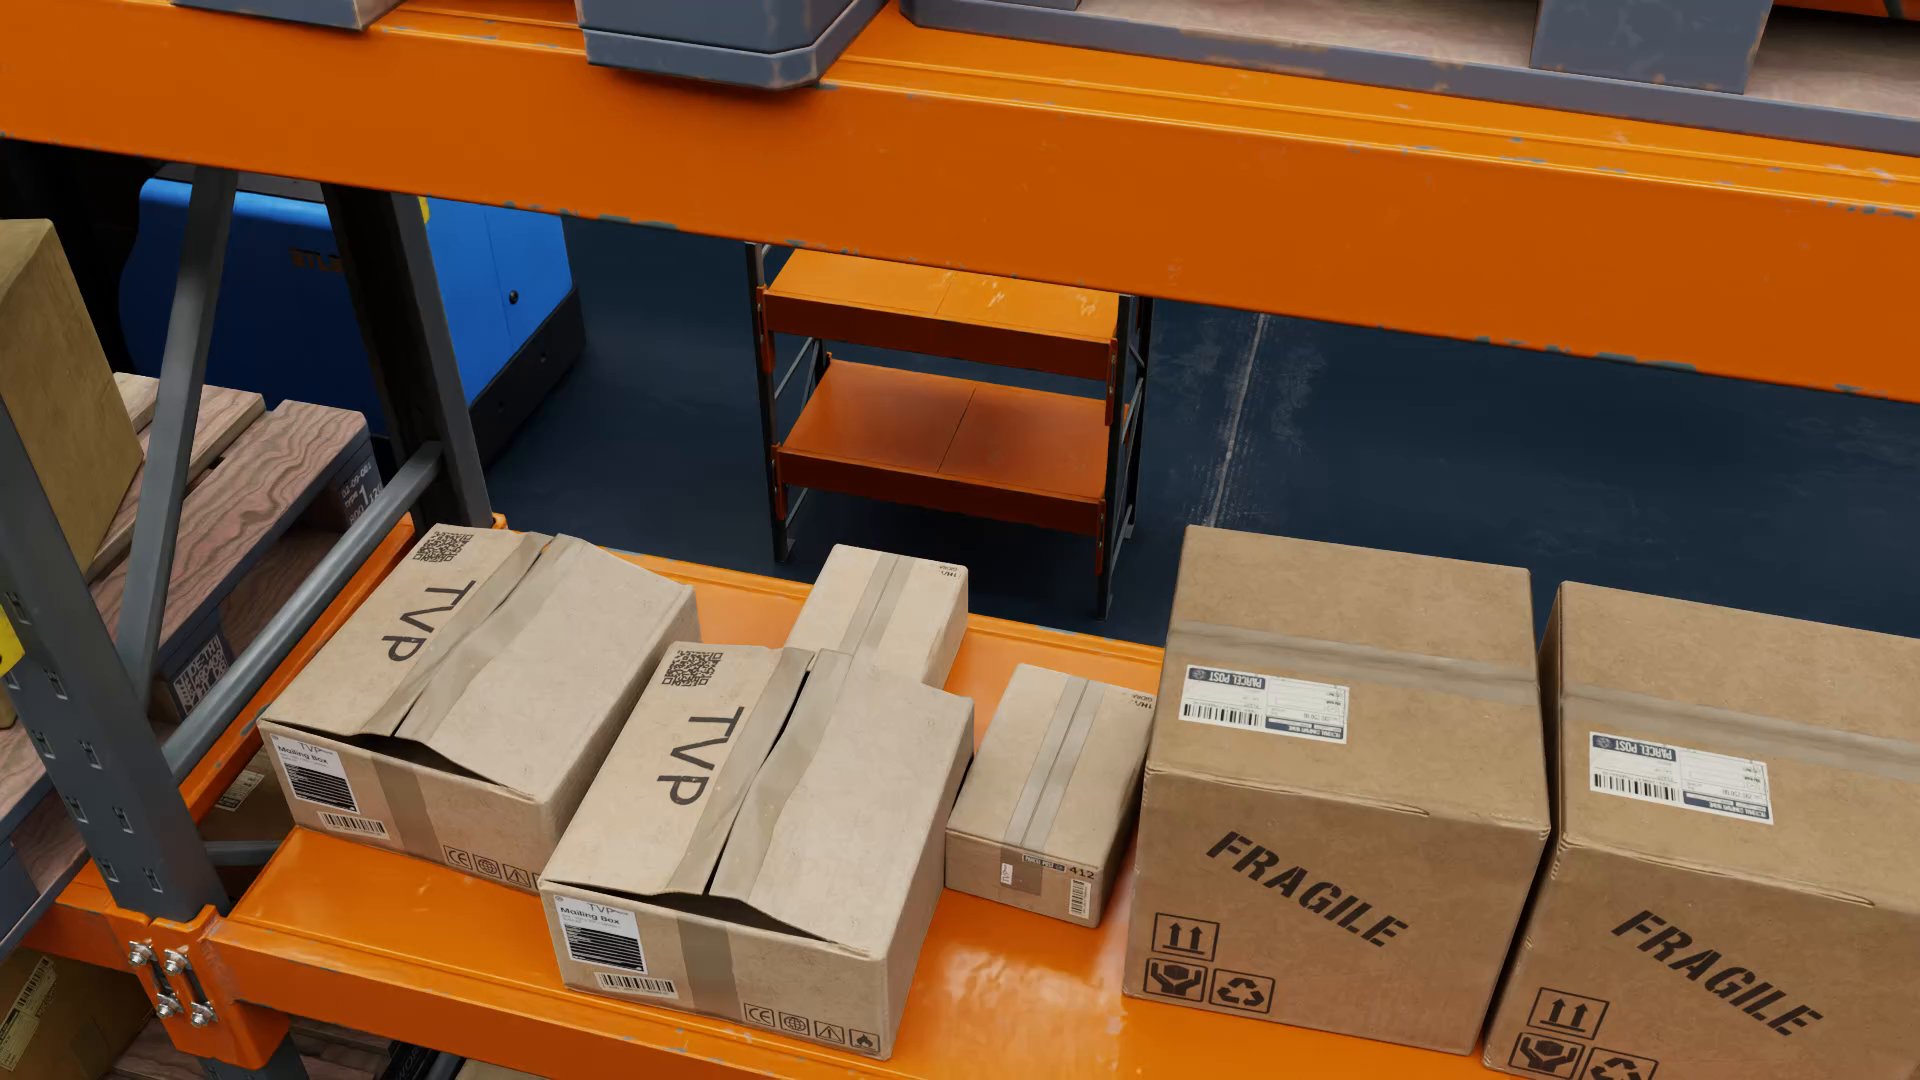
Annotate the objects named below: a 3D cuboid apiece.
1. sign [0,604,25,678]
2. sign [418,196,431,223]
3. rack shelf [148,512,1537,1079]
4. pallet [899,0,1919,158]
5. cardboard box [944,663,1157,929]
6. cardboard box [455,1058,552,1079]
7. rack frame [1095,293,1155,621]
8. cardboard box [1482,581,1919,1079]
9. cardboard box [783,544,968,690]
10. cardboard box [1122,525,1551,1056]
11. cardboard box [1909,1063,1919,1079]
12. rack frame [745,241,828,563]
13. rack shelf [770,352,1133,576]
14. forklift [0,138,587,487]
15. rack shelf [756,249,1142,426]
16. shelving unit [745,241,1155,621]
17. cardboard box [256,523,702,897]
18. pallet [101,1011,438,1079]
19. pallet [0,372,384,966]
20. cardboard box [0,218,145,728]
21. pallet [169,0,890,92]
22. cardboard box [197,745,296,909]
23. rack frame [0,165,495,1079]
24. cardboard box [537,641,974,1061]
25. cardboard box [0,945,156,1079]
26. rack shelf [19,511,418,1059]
[{"bbox_3d":[-1.225,0.049,2.021,0.005,0.325,0.100,10,41,11],"label":"sign"},{"bbox_3d":[-0.954,-0.666,2.810,0.005,0.325,0.100,10,41,11],"label":"sign"},{"bbox_3d":[0.838,0.731,2.607,4.000,0.370,1.077,10,41,11],"label":"rack shelf"},{"bbox_3d":[0.666,-0.712,1.580,1.213,0.211,1.003,12,41,13],"label":"pallet"},{"bbox_3d":[0.152,0.396,2.641,0.250,0.149,0.380,13,42,15],"label":"cardboard box"},{"bbox_3d":[-0.664,1.070,3.019,0.500,0.311,0.500,11,41,13],"label":"cardboard box"},{"bbox_3d":[0.485,-0.347,4.789,0.032,1.125,0.500,10,41,11],"label":"rack frame"},{"bbox_3d":[1.039,0.441,2.315,0.500,0.500,0.500,10,41,11],"label":"cardboard box"},{"bbox_3d":[-0.154,0.197,2.878,0.250,0.149,0.380,10,41,11],"label":"cardboard box"},{"bbox_3d":[0.531,0.354,2.419,0.500,0.500,0.500,8,41,9],"label":"cardboard box"},{"bbox_3d":[1.523,0.524,2.216,0.500,0.500,0.500,13,42,15],"label":"cardboard box"},{"bbox_3d":[-0.498,-0.516,4.990,0.032,1.125,0.500,10,41,11],"label":"rack frame"},{"bbox_3d":[-0.007,-0.245,5.047,1.000,0.278,0.538,10,41,11],"label":"rack shelf"},{"bbox_3d":[-2.917,-1.762,5.070,3.031,2.935,1.130,11,41,12],"label":"forklift"},{"bbox_3d":[-0.007,-0.656,4.701,1.000,0.278,0.538,10,41,11],"label":"rack shelf"},{"bbox_3d":[-0.007,-0.432,4.890,1.048,1.125,0.538,10,41,11],"label":"shelving unit"},{"bbox_3d":[-0.754,0.245,2.695,0.500,0.311,0.500,12,42,14],"label":"cardboard box"},{"bbox_3d":[-1.806,1.043,3.844,1.213,0.211,1.003,10,41,11],"label":"pallet"},{"bbox_3d":[-1.767,0.127,2.915,1.003,0.211,1.213,10,41,11],"label":"pallet"},{"bbox_3d":[-1.732,-0.111,2.645,0.500,0.500,0.700,-3,40,-3],"label":"cardboard box"},{"bbox_3d":[-0.416,-0.896,1.799,1.003,0.211,1.213,12,41,13],"label":"pallet"},{"bbox_3d":[-1.460,0.659,3.735,0.500,0.500,0.500,11,41,13],"label":"cardboard box"},{"bbox_3d":[-1.094,0.123,2.771,0.127,3.000,1.000,10,41,11],"label":"rack frame"},{"bbox_3d":[-0.280,0.426,2.479,0.500,0.311,0.500,9,41,11],"label":"cardboard box"},{"bbox_3d":[-2.058,0.902,3.445,0.500,0.500,0.500,11,41,13],"label":"cardboard box"},{"bbox_3d":[-3.026,0.066,3.398,4.000,0.370,1.077,10,41,11],"label":"rack shelf"}]
